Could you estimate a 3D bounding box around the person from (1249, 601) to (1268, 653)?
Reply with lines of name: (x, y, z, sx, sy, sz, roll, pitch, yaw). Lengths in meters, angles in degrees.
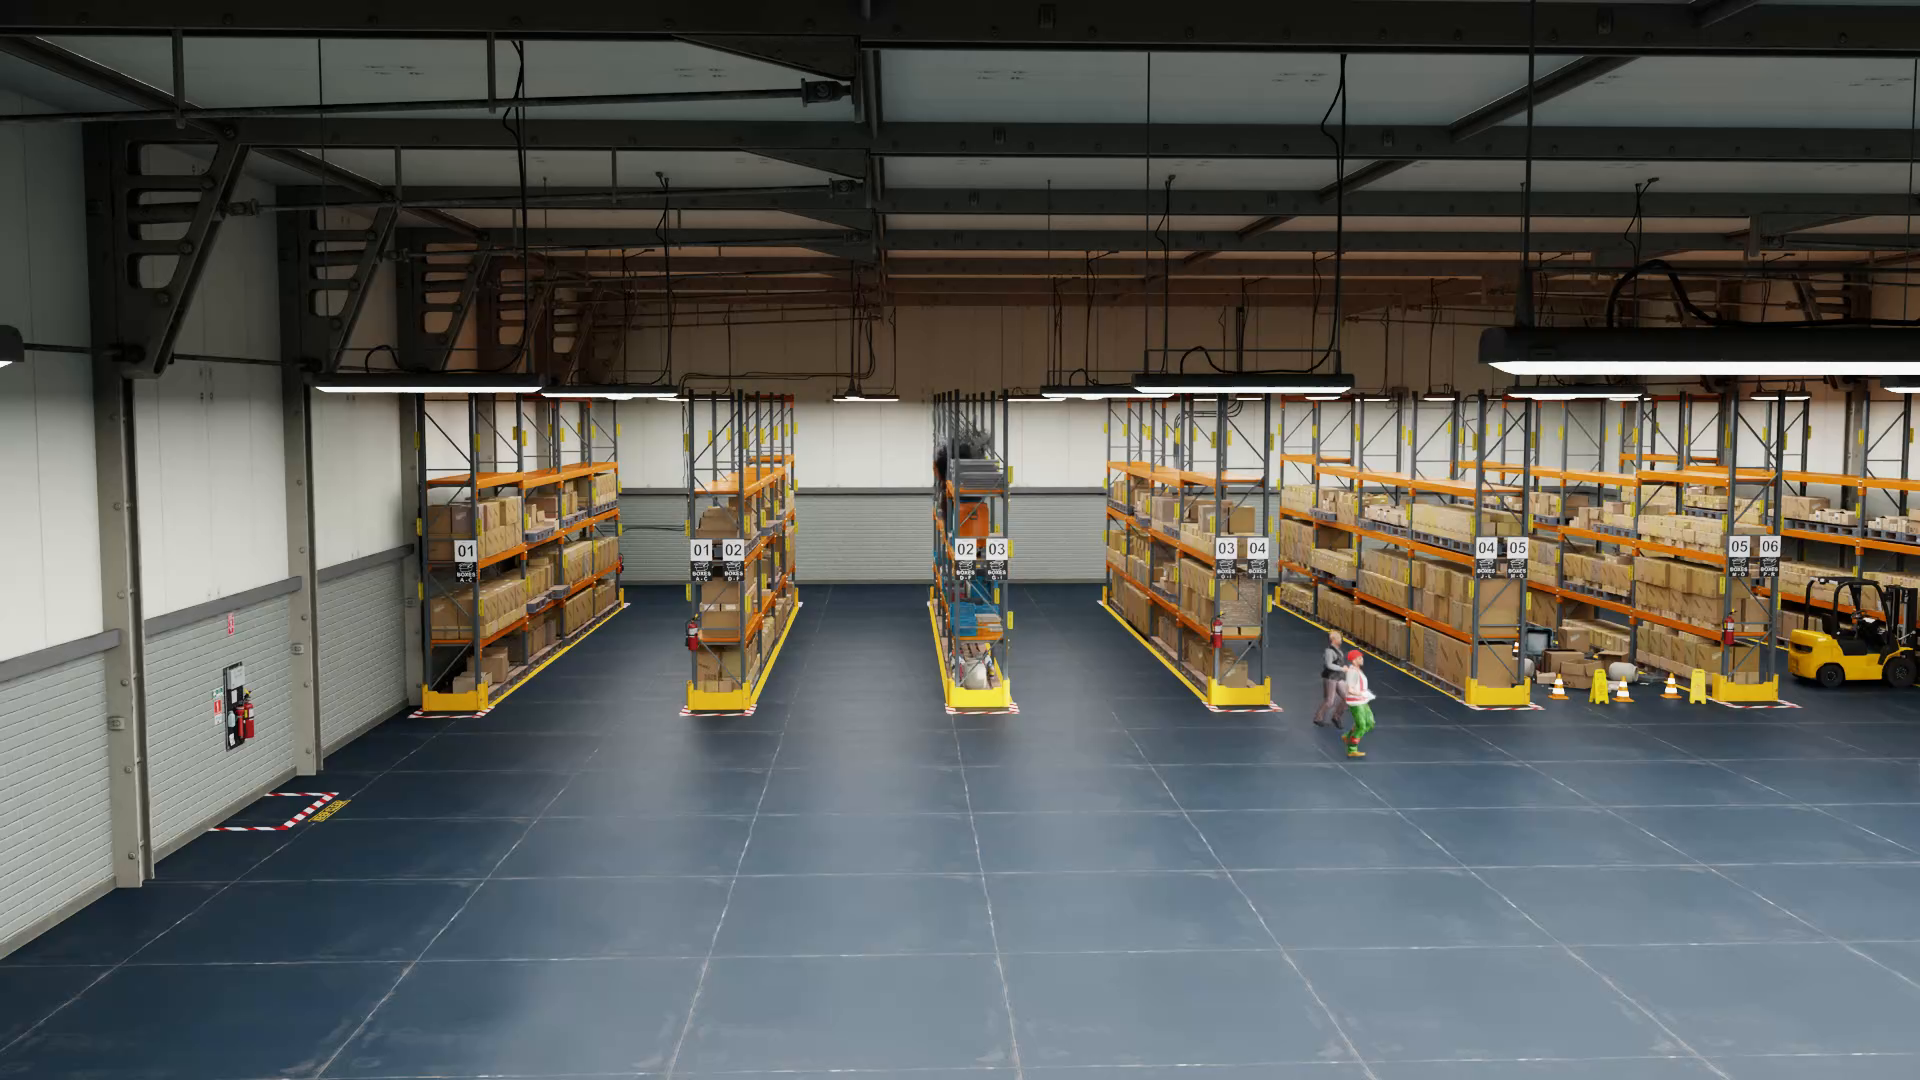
person: (6.903, 1.762, 38.593, 0.609, 1.709, 0.697, 0, 5, -5)

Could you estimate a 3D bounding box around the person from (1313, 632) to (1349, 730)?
person: (6.596, 2.503, 29.266, 0.730, 1.787, 0.667, 4, 6, 37)

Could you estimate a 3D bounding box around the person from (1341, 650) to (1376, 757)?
person: (6.481, 2.647, 26.983, 0.598, 1.740, 0.648, 2, 5, 26)

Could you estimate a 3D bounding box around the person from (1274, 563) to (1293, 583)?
person: (9.566, 0.873, 49.012, 0.592, 1.732, 0.673, 0, 5, -2)
